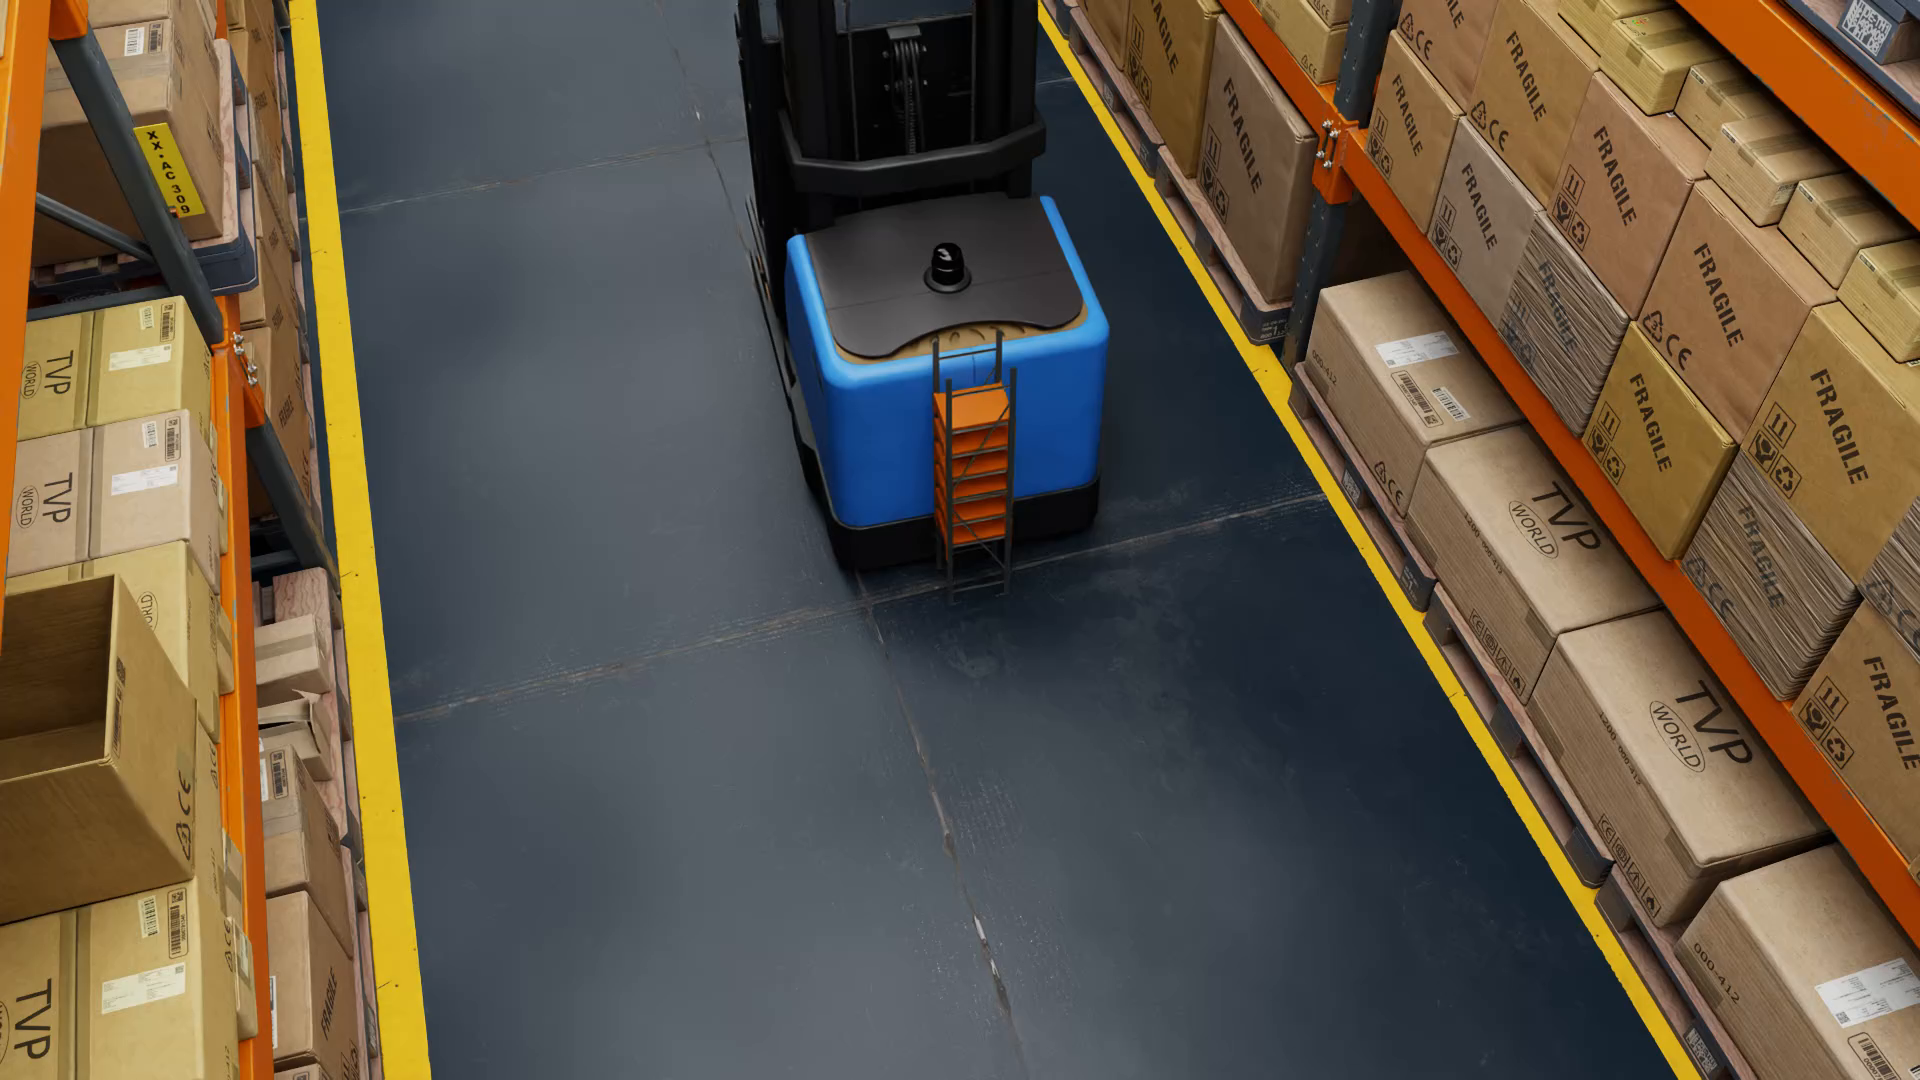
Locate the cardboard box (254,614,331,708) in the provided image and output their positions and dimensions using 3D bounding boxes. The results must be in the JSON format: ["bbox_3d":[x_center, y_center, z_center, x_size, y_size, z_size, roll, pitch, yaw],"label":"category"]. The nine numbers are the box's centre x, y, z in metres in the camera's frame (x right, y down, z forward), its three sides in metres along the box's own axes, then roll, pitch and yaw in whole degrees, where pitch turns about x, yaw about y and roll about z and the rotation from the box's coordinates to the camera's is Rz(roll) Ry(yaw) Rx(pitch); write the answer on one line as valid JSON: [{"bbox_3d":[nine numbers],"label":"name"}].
[{"bbox_3d":[-2.417,0.440,5.797,0.380,0.149,0.250,-15,51,-12],"label":"cardboard box"}]

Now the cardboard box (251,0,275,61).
[{"bbox_3d":[-3.715,-2.675,8.193,0.500,0.500,0.500,-12,51,-10],"label":"cardboard box"}]

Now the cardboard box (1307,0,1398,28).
[{"bbox_3d":[1.516,-2.189,6.194,0.500,0.250,0.500,-13,51,-11],"label":"cardboard box"}]

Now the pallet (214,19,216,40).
[{"bbox_3d":[-3.466,-2.125,6.494,1.003,0.211,1.213,-13,51,-11],"label":"pallet"}]

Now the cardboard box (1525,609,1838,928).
[{"bbox_3d":[2.492,0.677,5.408,0.875,0.438,0.875,-12,51,-10],"label":"cardboard box"}]

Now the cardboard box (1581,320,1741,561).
[{"bbox_3d":[2.205,-0.330,4.791,0.500,0.500,0.500,-12,51,-10],"label":"cardboard box"}]

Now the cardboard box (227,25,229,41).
[{"bbox_3d":[-3.477,-2.243,7.405,0.380,0.149,0.250,-12,51,-10],"label":"cardboard box"}]

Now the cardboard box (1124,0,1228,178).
[{"bbox_3d":[1.344,-2.353,7.676,0.875,0.875,0.875,-12,51,-10],"label":"cardboard box"}]

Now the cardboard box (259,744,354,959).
[{"bbox_3d":[-2.292,1.048,5.055,0.700,0.500,0.500,-15,52,-12],"label":"cardboard box"}]

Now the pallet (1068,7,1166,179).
[{"bbox_3d":[1.214,-2.350,8.383,1.003,0.211,1.213,-13,51,-11],"label":"pallet"}]

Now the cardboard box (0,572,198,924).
[{"bbox_3d":[-2.000,0.460,3.603,0.500,0.500,0.500,-12,51,-10],"label":"cardboard box"}]

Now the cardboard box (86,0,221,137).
[{"bbox_3d":[-2.945,-1.634,5.615,0.700,0.500,0.500,-13,51,-11],"label":"cardboard box"}]

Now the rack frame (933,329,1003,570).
[{"bbox_3d":[0.026,-0.294,6.003,0.240,1.200,0.006,-11,51,-9],"label":"rack frame"}]

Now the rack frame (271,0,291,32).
[{"bbox_3d":[-4.045,-3.606,7.618,1.000,3.000,0.127,-13,51,-11],"label":"rack frame"}]

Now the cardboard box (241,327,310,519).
[{"bbox_3d":[-2.790,-0.418,6.291,0.500,0.500,0.500,-11,51,-9],"label":"cardboard box"}]

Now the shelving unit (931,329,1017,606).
[{"bbox_3d":[0.048,-0.226,5.946,0.258,1.200,0.189,-11,51,-9],"label":"shelving unit"}]

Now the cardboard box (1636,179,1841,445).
[{"bbox_3d":[2.218,-0.645,4.403,0.500,0.500,0.500,-14,51,-11],"label":"cardboard box"}]

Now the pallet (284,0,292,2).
[{"bbox_3d":[-4.251,-3.317,9.198,1.003,0.211,1.213,-13,51,-11],"label":"pallet"}]

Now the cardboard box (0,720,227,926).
[{"bbox_3d":[-2.030,0.691,3.899,0.500,0.250,0.500,-15,51,-12],"label":"cardboard box"}]

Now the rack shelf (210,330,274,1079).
[{"bbox_3d":[-2.271,1.008,4.198,1.077,0.370,4.000,-13,51,-11],"label":"rack shelf"}]

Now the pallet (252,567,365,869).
[{"bbox_3d":[-2.660,0.716,5.798,1.003,0.211,1.213,-13,51,-11],"label":"pallet"}]

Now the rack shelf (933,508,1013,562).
[{"bbox_3d":[0.048,-0.043,6.163,0.258,0.103,0.180,-11,51,-9],"label":"rack shelf"}]

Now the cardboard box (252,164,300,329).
[{"bbox_3d":[-3.101,-1.170,6.925,0.500,0.500,0.500,-15,51,-12],"label":"cardboard box"}]

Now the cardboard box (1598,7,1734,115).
[{"bbox_3d":[1.996,-1.327,4.553,0.380,0.149,0.250,-15,51,-12],"label":"cardboard box"}]

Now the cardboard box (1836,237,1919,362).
[{"bbox_3d":[2.334,-0.588,3.930,0.380,0.149,0.250,-12,51,-10],"label":"cardboard box"}]

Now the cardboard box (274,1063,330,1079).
[{"bbox_3d":[-1.985,1.806,4.415,0.700,0.500,0.500,-11,51,-9],"label":"cardboard box"}]

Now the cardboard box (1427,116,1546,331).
[{"bbox_3d":[1.912,-1.071,5.415,0.500,0.500,0.500,-13,51,-11],"label":"cardboard box"}]

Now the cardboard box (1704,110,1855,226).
[{"bbox_3d":[2.156,-0.967,4.249,0.380,0.149,0.250,-13,51,-11],"label":"cardboard box"}]

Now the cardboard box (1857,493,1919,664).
[{"bbox_3d":[2.509,0.084,3.787,0.500,0.500,0.500,-13,51,-11],"label":"cardboard box"}]

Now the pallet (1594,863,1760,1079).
[{"bbox_3d":[2.750,1.445,5.184,1.003,0.211,1.213,-13,51,-11],"label":"pallet"}]

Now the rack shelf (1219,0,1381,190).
[{"bbox_3d":[1.287,-3.038,7.610,1.077,0.370,4.000,-13,51,-11],"label":"rack shelf"}]

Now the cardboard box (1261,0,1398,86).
[{"bbox_3d":[1.505,-2.032,6.389,0.500,0.250,0.500,-14,51,-12],"label":"cardboard box"}]

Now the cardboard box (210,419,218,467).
[{"bbox_3d":[-2.429,-0.242,4.946,0.380,0.149,0.250,-12,51,-10],"label":"cardboard box"}]

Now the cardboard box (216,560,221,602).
[{"bbox_3d":[-2.277,0.140,4.624,0.380,0.149,0.250,-12,51,-10],"label":"cardboard box"}]

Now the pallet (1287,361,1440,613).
[{"bbox_3d":[2.028,-0.337,6.686,1.003,0.211,1.213,-13,51,-11],"label":"pallet"}]

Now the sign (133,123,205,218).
[{"bbox_3d":[-2.346,-1.092,4.932,0.100,0.325,0.005,-13,51,-11],"label":"sign"}]

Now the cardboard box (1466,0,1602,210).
[{"bbox_3d":[1.931,-1.391,5.031,0.500,0.500,0.500,-14,51,-11],"label":"cardboard box"}]

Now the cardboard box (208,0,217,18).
[{"bbox_3d":[-3.177,-2.207,6.098,0.700,0.500,0.500,-14,51,-11],"label":"cardboard box"}]

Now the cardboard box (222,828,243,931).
[{"bbox_3d":[-1.945,0.876,4.003,0.380,0.149,0.250,-12,51,-10],"label":"cardboard box"}]

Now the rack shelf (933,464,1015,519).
[{"bbox_3d":[0.048,-0.198,5.980,0.258,0.103,0.180,-11,51,-9],"label":"rack shelf"}]

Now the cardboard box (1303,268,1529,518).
[{"bbox_3d":[1.961,-0.636,6.515,0.875,0.438,0.875,-14,51,-12],"label":"cardboard box"}]

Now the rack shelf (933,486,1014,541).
[{"bbox_3d":[0.048,-0.120,6.071,0.258,0.103,0.180,-11,51,-9],"label":"rack shelf"}]

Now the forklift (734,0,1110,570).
[{"bbox_3d":[-0.312,-1.986,6.297,1.130,2.935,3.031,-11,51,-9],"label":"forklift"}]

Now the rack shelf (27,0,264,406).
[{"bbox_3d":[-3.454,-1.913,6.661,1.077,0.370,4.000,-13,51,-11],"label":"rack shelf"}]

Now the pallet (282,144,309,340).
[{"bbox_3d":[-3.503,-1.264,7.467,1.003,0.211,1.213,-13,51,-11],"label":"pallet"}]

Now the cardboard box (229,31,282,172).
[{"bbox_3d":[-3.420,-1.926,7.561,0.500,0.500,0.500,-11,51,-9],"label":"cardboard box"}]

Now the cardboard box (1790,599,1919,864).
[{"bbox_3d":[2.532,0.417,4.160,0.500,0.500,0.500,-14,51,-12],"label":"cardboard box"}]

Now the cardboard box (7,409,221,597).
[{"bbox_3d":[-2.316,-0.053,4.526,0.500,0.250,0.500,-13,51,-11],"label":"cardboard box"}]
